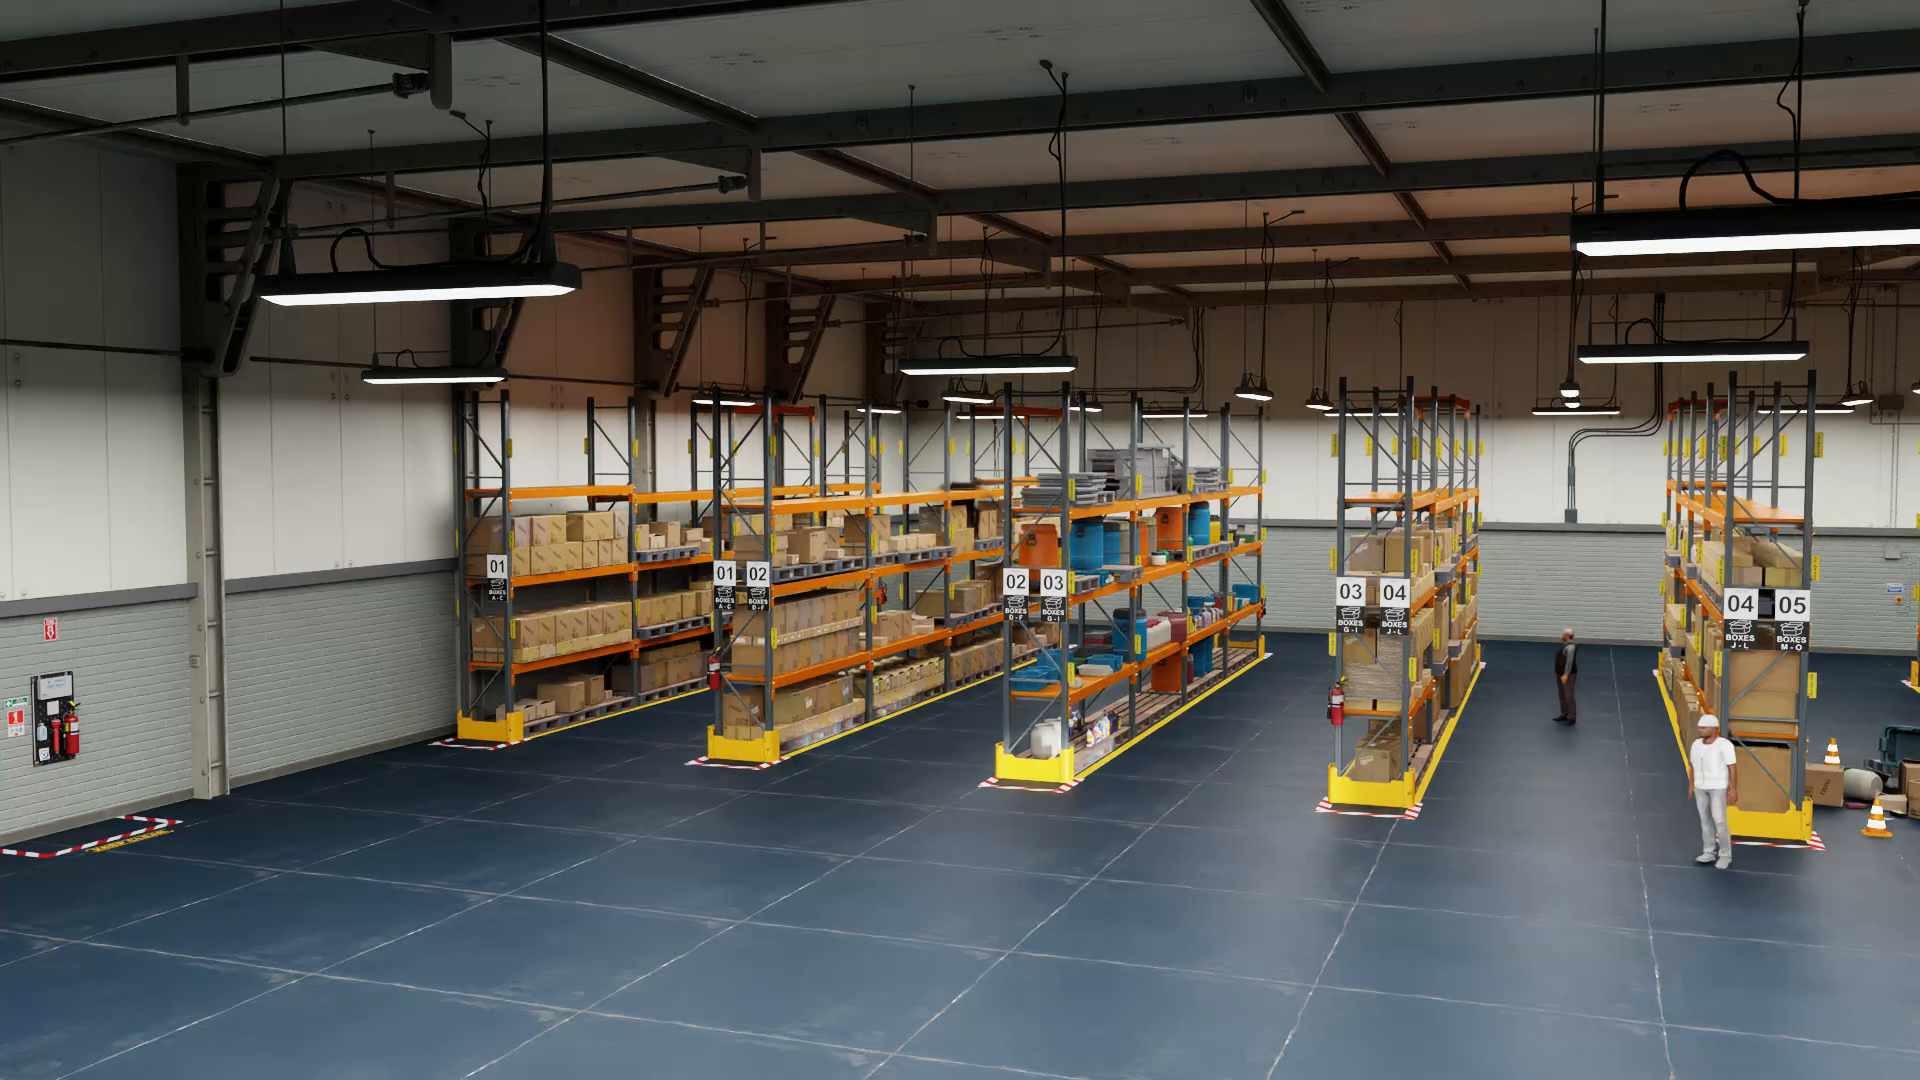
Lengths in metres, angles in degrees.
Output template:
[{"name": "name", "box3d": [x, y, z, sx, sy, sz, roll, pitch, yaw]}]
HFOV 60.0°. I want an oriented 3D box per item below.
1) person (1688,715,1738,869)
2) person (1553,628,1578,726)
[{"name": "person", "box3d": [9.066, 3.019, 20.094, 0.392, 1.802, 0.635, -2, 4, -28]}, {"name": "person", "box3d": [11.038, 2.484, 30.268, 0.390, 1.751, 0.521, 0, 3, -7]}]
